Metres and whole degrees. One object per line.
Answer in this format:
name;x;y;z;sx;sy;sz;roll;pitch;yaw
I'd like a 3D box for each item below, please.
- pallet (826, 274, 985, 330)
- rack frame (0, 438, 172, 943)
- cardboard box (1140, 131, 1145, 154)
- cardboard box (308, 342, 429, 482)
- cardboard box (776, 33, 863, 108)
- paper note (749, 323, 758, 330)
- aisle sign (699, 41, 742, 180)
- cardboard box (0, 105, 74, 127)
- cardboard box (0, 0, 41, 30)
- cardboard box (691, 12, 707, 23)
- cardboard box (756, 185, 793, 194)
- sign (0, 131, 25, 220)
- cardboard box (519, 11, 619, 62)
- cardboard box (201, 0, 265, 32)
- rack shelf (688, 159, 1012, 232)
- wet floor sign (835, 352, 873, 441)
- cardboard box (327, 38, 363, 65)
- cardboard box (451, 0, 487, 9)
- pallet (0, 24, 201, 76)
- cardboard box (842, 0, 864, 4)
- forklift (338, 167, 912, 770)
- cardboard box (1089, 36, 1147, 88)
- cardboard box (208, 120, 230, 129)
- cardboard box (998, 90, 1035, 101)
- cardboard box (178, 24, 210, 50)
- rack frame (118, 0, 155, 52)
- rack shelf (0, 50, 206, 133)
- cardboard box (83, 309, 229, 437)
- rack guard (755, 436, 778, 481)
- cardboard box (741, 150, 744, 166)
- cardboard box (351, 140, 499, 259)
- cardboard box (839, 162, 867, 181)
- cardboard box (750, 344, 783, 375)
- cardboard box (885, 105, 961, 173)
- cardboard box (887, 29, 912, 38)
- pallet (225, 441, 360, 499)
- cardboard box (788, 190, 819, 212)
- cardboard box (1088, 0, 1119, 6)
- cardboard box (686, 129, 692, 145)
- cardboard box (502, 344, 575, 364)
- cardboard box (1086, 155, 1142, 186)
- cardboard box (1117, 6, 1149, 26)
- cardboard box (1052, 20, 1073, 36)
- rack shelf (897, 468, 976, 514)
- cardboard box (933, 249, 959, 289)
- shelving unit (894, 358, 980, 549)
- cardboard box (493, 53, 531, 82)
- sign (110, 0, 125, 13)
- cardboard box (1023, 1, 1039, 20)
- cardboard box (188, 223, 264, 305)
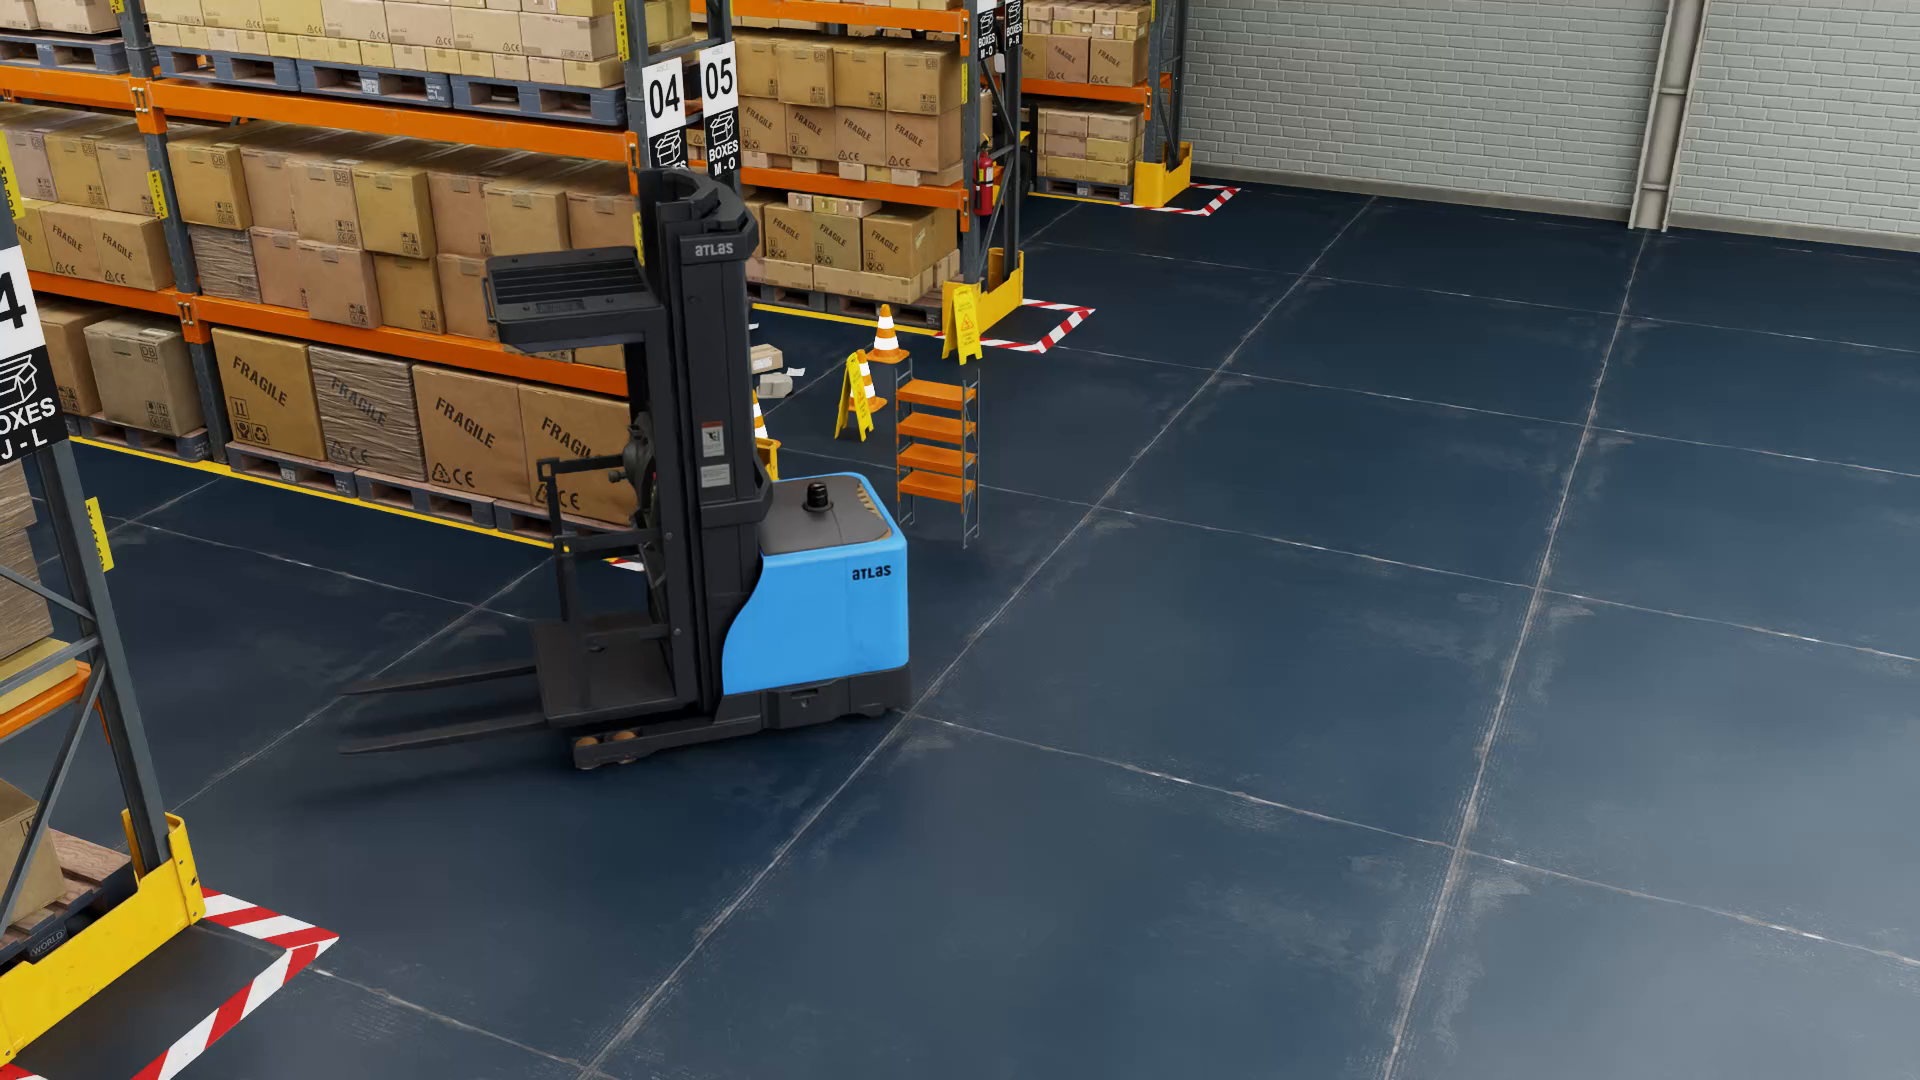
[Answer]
pallet;-0.507;-2.317;15.717;1.213;0.211;1.003;11;28;22
rack frame;-3.815;0.593;6.649;0.127;3.000;1.000;11;28;22
cardboard box;1.997;-4.736;19.546;0.500;0.250;0.500;12;29;23
cardboard box;-3.945;-1.043;11.902;0.875;0.875;0.875;12;28;22
cardboard box;-1.232;-4.171;14.744;0.500;0.500;0.700;11;28;21
paper note;-1.921;-1.952;15.181;0.148;0.019;0.142;2;26;4
aisle sign;-1.481;-2.656;10.307;0.004;0.787;0.394;11;28;22
cardboard box;-7.153;-2.974;12.650;0.500;0.500;0.700;11;28;21
cardboard box;-6.526;-3.763;11.682;0.500;0.250;0.500;11;28;21
cardboard box;-3.241;-6.550;20.762;0.500;0.250;0.500;12;29;23
cardboard box;-1.775;-3.229;16.200;0.500;0.500;0.500;13;29;24
sign;-3.590;-1.363;6.236;0.005;0.325;0.100;11;28;22
cardboard box;-2.231;-3.005;9.806;0.500;0.250;0.500;12;29;22
cardboard box;-4.522;-3.465;10.741;0.500;0.250;0.500;11;28;21
rack shelf;-1.533;-3.434;15.644;4.000;0.370;1.077;11;28;22
wet floor sign;-0.824;-1.117;12.788;0.232;0.644;0.267;6;27;13
cardboard box;-3.735;-3.099;10.448;0.250;0.149;0.380;12;29;22
cardboard box;-2.813;-3.271;9.896;0.250;0.149;0.380;12;29;23
pallet;-6.166;-3.522;11.827;1.217;0.209;0.805;10;28;20
cardboard box;-0.824;-4.745;14.380;0.250;0.149;0.380;12;28;22
forklift;-1.846;-0.363;8.670;3.031;2.935;1.130;-8;27;-16
cardboard box;1.782;-5.417;18.744;0.500;0.500;0.500;11;28;21
cardboard box;-7.589;-4.249;18.414;0.875;0.875;0.875;11;28;21
cardboard box;0.609;-5.237;19.997;0.500;0.250;0.500;11;28;21
cardboard box;-4.884;-3.330;10.918;0.250;0.149;0.380;11;28;22
rack frame;-5.311;-4.805;10.822;0.127;3.000;1.000;11;28;22
rack shelf;-7.131;-3.502;12.387;4.000;0.370;1.077;11;28;22
cardboard box;-5.913;-1.370;12.709;0.750;0.750;1.050;11;28;22
rack guard;-1.648;-0.257;11.205;0.348;0.500;1.175;11;28;22
cardboard box;-2.039;-3.586;15.421;0.250;0.149;0.380;12;28;22
cardboard box;-3.520;-2.283;11.098;0.500;0.550;0.875;11;28;22
cardboard box;-0.889;-3.353;14.949;0.250;0.149;0.380;12;29;23
cardboard box;-1.741;-1.540;14.209;0.380;0.149;0.250;-18;31;-31
cardboard box;-0.321;-3.558;14.631;0.500;0.500;0.500;11;28;21
cardboard box;-0.526;-5.889;19.703;0.500;0.500;0.500;12;29;23
pallet;-4.651;-0.692;12.417;1.213;0.211;1.003;11;28;22
cardboard box;-1.378;-3.151;15.309;0.250;0.149;0.380;13;29;24
cardboard box;1.651;-6.108;19.077;0.250;0.149;0.380;12;29;23
cardboard box;-2.602;-4.026;15.581;0.500;0.500;0.500;11;28;22
cardboard box;-2.536;-1.591;10.916;0.550;0.550;0.875;11;28;22
cardboard box;1.780;-4.301;19.228;0.500;0.250;0.500;12;28;22
cardboard box;1.925;-5.838;18.527;0.250;0.149;0.380;11;28;22
cardboard box;1.230;-5.831;18.850;0.250;0.149;0.380;11;28;21
rack shelf;-0.151;-0.330;11.164;0.480;0.148;0.258;11;28;22
cardboard box;-0.332;-2.605;15.782;0.500;0.250;0.500;11;28;21
shelving unit;-0.151;-0.569;11.046;0.503;1.200;0.258;11;28;22
cardboard box;-2.576;-2.866;9.976;0.250;0.149;0.380;12;29;23
sign;-5.527;-3.613;10.854;0.005;0.325;0.100;11;28;22
cardboard box;0.722;-6.031;18.919;0.250;0.149;0.380;12;29;23
cardboard box;-4.970;-2.118;11.987;0.550;0.550;0.875;11;28;22
